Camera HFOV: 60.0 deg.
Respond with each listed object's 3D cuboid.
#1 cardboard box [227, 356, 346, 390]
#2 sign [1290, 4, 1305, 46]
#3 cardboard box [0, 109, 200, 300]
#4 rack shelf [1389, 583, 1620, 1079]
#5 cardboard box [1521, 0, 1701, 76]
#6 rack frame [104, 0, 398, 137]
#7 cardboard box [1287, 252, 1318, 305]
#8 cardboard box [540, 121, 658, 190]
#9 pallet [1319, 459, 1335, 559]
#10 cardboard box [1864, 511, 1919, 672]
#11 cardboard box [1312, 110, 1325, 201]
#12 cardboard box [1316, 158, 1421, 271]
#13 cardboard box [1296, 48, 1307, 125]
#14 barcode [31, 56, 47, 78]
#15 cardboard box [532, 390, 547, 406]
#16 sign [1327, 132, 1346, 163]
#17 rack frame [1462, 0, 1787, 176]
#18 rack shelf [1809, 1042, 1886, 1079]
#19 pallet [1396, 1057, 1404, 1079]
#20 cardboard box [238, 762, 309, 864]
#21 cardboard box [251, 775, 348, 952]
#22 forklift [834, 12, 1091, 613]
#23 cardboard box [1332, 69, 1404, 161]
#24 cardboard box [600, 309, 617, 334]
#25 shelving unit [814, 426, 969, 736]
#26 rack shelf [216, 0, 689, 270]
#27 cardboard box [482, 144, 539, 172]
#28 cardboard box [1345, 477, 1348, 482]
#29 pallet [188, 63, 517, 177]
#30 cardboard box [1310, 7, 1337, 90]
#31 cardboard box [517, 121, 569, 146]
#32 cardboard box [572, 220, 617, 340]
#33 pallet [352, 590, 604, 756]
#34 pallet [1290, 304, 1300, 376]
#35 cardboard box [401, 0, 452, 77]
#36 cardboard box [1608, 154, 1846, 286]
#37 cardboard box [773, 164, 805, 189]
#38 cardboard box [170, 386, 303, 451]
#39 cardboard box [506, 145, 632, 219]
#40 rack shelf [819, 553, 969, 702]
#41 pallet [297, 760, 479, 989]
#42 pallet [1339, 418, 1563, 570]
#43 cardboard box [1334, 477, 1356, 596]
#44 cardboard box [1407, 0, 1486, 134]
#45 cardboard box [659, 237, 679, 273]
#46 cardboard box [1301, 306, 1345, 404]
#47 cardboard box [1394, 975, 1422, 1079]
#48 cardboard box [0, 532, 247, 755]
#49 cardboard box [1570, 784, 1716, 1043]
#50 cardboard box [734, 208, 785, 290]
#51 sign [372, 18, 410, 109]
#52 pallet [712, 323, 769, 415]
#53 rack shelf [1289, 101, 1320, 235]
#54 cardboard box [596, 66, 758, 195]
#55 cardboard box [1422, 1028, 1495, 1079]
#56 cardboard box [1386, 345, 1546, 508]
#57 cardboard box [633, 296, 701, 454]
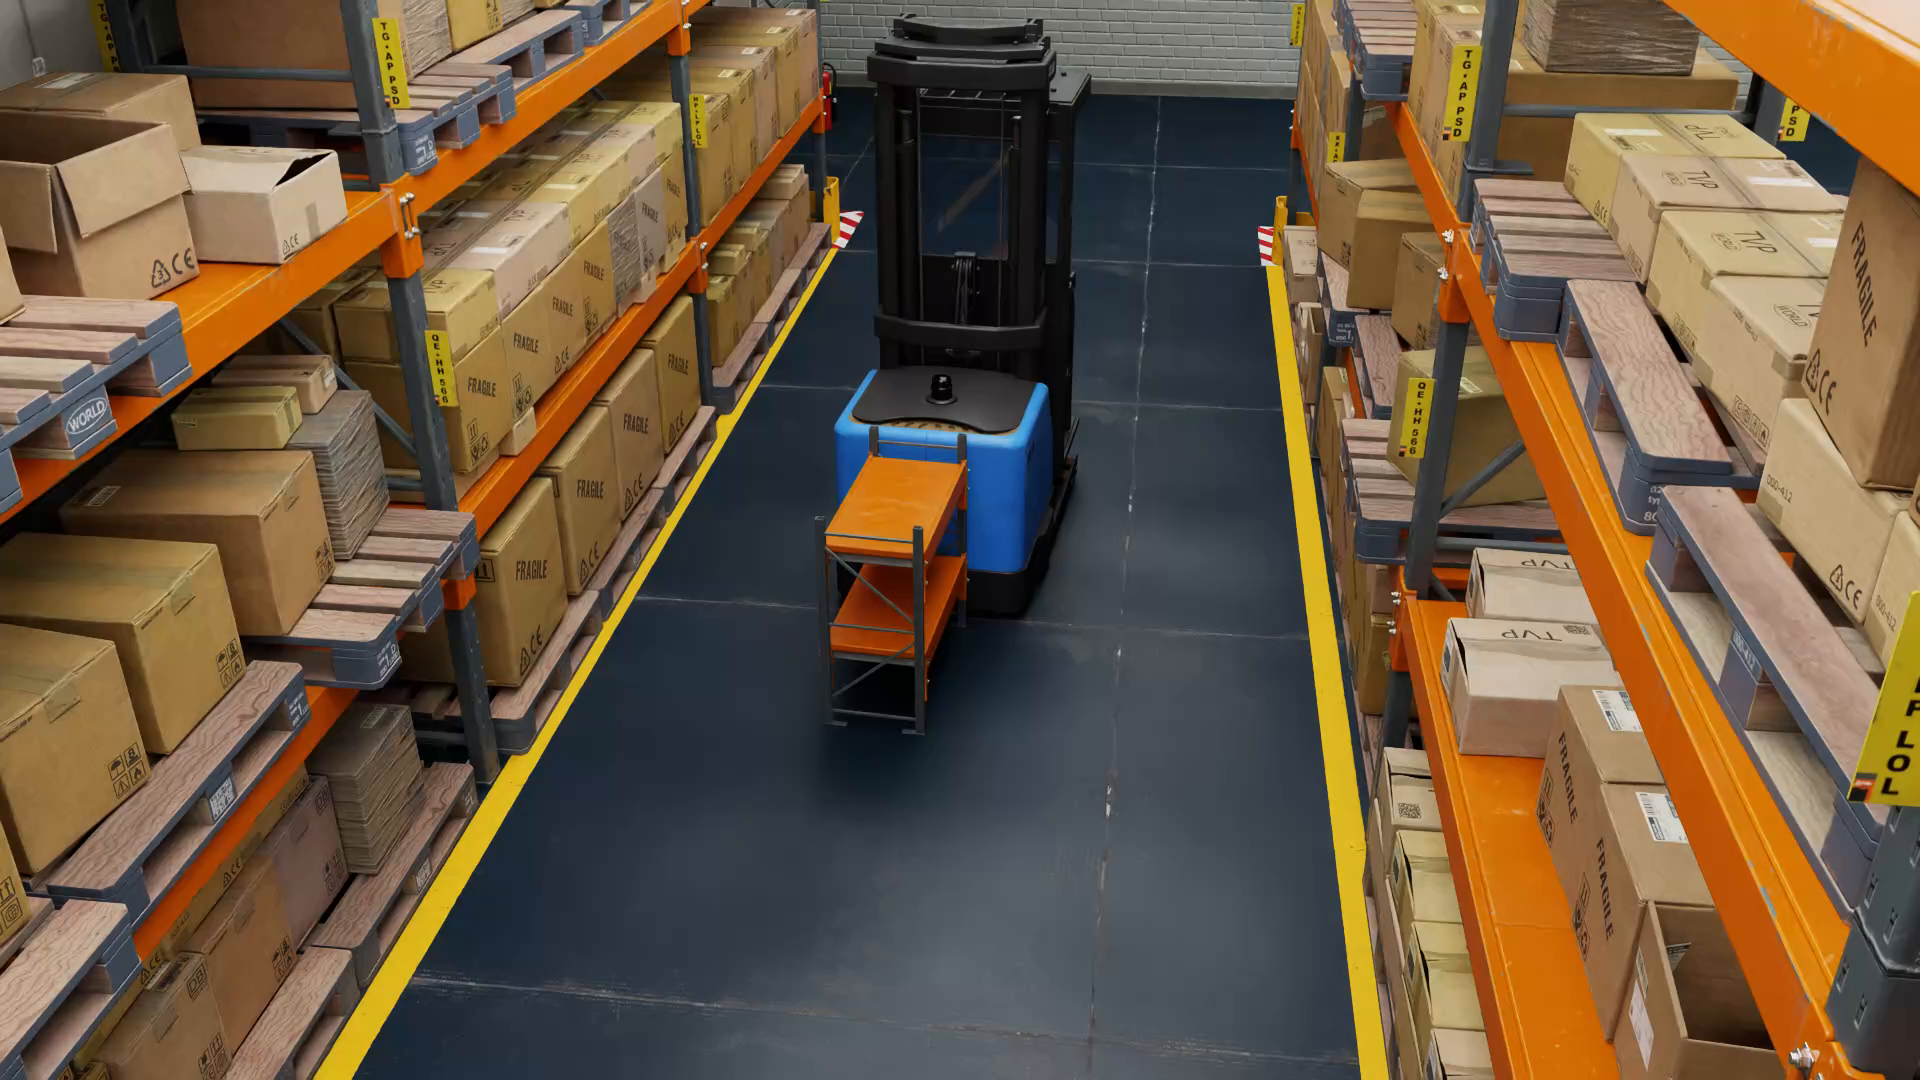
[{"bbox_3d":[-2.847,-0.666,7.384,0.500,0.500,0.500,4,29,7],"label":"cardboard box"},{"bbox_3d":[2.715,-4.137,13.353,0.100,0.325,0.005,3,28,6],"label":"sign"},{"bbox_3d":[-2.894,-1.015,5.178,0.797,0.503,0.637,7,29,13],"label":"cardboard box"},{"bbox_3d":[2.029,1.300,4.933,1.077,0.370,4.000,3,28,6],"label":"rack shelf"},{"bbox_3d":[2.333,-1.968,5.918,0.500,0.500,0.500,3,28,6],"label":"cardboard box"},{"bbox_3d":[-2.643,-2.886,5.618,1.000,3.000,0.127,3,28,6],"label":"rack frame"},{"bbox_3d":[2.783,-1.997,12.730,0.500,0.250,0.500,3,28,6],"label":"cardboard box"},{"bbox_3d":[-2.029,-2.167,9.378,0.500,0.250,0.500,4,29,7],"label":"cardboard box"},{"bbox_3d":[2.702,-0.229,9.952,1.003,0.211,1.213,3,28,6],"label":"pallet"},{"bbox_3d":[1.869,0.196,2.777,0.500,0.250,0.500,6,29,11],"label":"cardboard box"},{"bbox_3d":[2.693,-2.620,11.346,0.500,0.500,0.500,4,29,7],"label":"cardboard box"},{"bbox_3d":[2.484,-1.860,9.492,0.700,0.500,0.500,-6,29,-11],"label":"cardboard box"},{"bbox_3d":[2.938,-3.575,13.117,0.500,0.500,0.500,4,29,7],"label":"cardboard box"},{"bbox_3d":[-3.272,-1.678,5.907,0.001,0.075,0.075,3,28,6],"label":"barcode"},{"bbox_3d":[-2.285,-0.771,8.262,0.380,0.149,0.250,4,29,7],"label":"cardboard box"},{"bbox_3d":[2.224,-2.250,9.852,0.100,0.325,0.005,3,28,6],"label":"sign"},{"bbox_3d":[2.274,-2.600,5.087,1.000,3.000,0.127,3,28,6],"label":"rack frame"},{"bbox_3d":[1.539,1.862,0.727,1.077,0.370,4.000,3,28,6],"label":"rack shelf"},{"bbox_3d":[1.982,2.227,5.394,1.003,0.211,1.213,3,28,6],"label":"pallet"},{"bbox_3d":[-2.812,0.939,6.226,0.500,0.250,0.500,4,29,7],"label":"cardboard box"},{"bbox_3d":[-2.858,1.240,6.458,0.700,0.500,0.500,3,28,6],"label":"cardboard box"},{"bbox_3d":[0.126,-1.583,9.598,1.130,2.935,3.031,6,29,10],"label":"forklift"},{"bbox_3d":[2.569,-2.579,10.214,0.500,0.500,0.500,3,29,6],"label":"cardboard box"},{"bbox_3d":[-2.113,-1.255,9.160,0.380,0.149,0.250,3,28,5],"label":"cardboard box"},{"bbox_3d":[-0.313,0.181,8.229,0.538,1.125,1.048,5,29,10],"label":"shelving unit"},{"bbox_3d":[-2.398,-2.190,8.248,1.077,0.370,4.000,3,28,6],"label":"rack shelf"},{"bbox_3d":[-2.582,-1.957,8.989,0.500,0.250,0.500,2,28,4],"label":"cardboard box"},{"bbox_3d":[2.279,-0.344,8.607,0.500,0.250,0.500,3,28,5],"label":"cardboard box"},{"bbox_3d":[-2.617,-1.788,6.943,1.213,0.211,1.003,5,29,9],"label":"pallet"},{"bbox_3d":[2.815,-3.533,11.986,0.500,0.500,0.500,4,29,7],"label":"cardboard box"},{"bbox_3d":[-2.525,-2.193,9.428,0.500,0.250,0.500,4,29,7],"label":"cardboard box"},{"bbox_3d":[-2.138,-1.367,8.685,0.500,0.500,0.500,4,29,8],"label":"cardboard box"},{"bbox_3d":[-2.472,0.616,8.383,1.003,0.211,1.213,3,28,6],"label":"pallet"},{"bbox_3d":[2.996,-1.513,12.336,1.003,0.211,1.213,3,28,6],"label":"pallet"},{"bbox_3d":[-2.628,-2.287,7.100,0.700,0.500,0.500,2,28,3],"label":"cardboard box"},{"bbox_3d":[2.228,-0.933,4.872,0.500,0.250,0.500,4,29,8],"label":"cardboard box"},{"bbox_3d":[-1.484,-2.974,13.616,0.380,0.149,0.250,3,28,6],"label":"cardboard box"},{"bbox_3d":[-2.680,-0.451,6.172,0.380,0.149,0.250,-1,28,-2],"label":"cardboard box"},{"bbox_3d":[-2.091,-1.926,8.932,0.500,0.250,0.500,4,29,7],"label":"cardboard box"},{"bbox_3d":[-0.313,0.396,8.345,0.538,0.278,1.000,5,29,10],"label":"rack shelf"},{"bbox_3d":[-2.740,1.351,7.020,1.003,0.211,1.213,3,28,6],"label":"pallet"},{"bbox_3d":[2.287,-0.197,7.156,1.213,0.211,1.003,3,28,6],"label":"pallet"},{"bbox_3d":[2.277,0.003,8.753,0.500,0.500,0.500,2,28,4],"label":"cardboard box"},{"bbox_3d":[2.420,-2.015,7.060,0.910,0.500,0.500,3,28,6],"label":"cardboard box"},{"bbox_3d":[-1.921,-1.730,10.042,0.380,0.149,0.250,4,29,7],"label":"cardboard box"},{"bbox_3d":[2.552,-1.219,11.022,0.500,0.500,0.500,3,28,6],"label":"cardboard box"},{"bbox_3d":[1.800,1.778,5.743,0.500,0.250,0.500,3,28,5],"label":"cardboard box"},{"bbox_3d":[-2.821,0.327,5.411,0.700,0.500,0.500,3,28,6],"label":"cardboard box"},{"bbox_3d":[2.020,1.036,4.559,0.500,0.500,0.500,3,28,6],"label":"cardboard box"},{"bbox_3d":[-1.772,-2.287,13.025,0.700,0.500,0.500,2,28,5],"label":"cardboard box"},{"bbox_3d":[-2.105,-1.760,6.147,0.100,0.325,0.005,3,28,6],"label":"sign"},{"bbox_3d":[-1.982,-1.253,11.854,1.003,0.211,1.213,3,28,6],"label":"pallet"},{"bbox_3d":[3.009,-2.466,11.923,1.077,0.370,4.000,3,28,6],"label":"rack shelf"},{"bbox_3d":[-1.976,-2.857,11.575,0.980,0.700,0.700,3,28,5],"label":"cardboard box"},{"bbox_3d":[1.735,1.779,5.149,0.500,0.311,0.500,3,28,6],"label":"cardboard box"},{"bbox_3d":[2.239,-0.490,6.949,0.700,0.500,0.500,-6,29,-11],"label":"cardboard box"},{"bbox_3d":[-2.104,-1.052,10.365,0.750,0.750,0.750,4,29,7],"label":"cardboard box"}]
